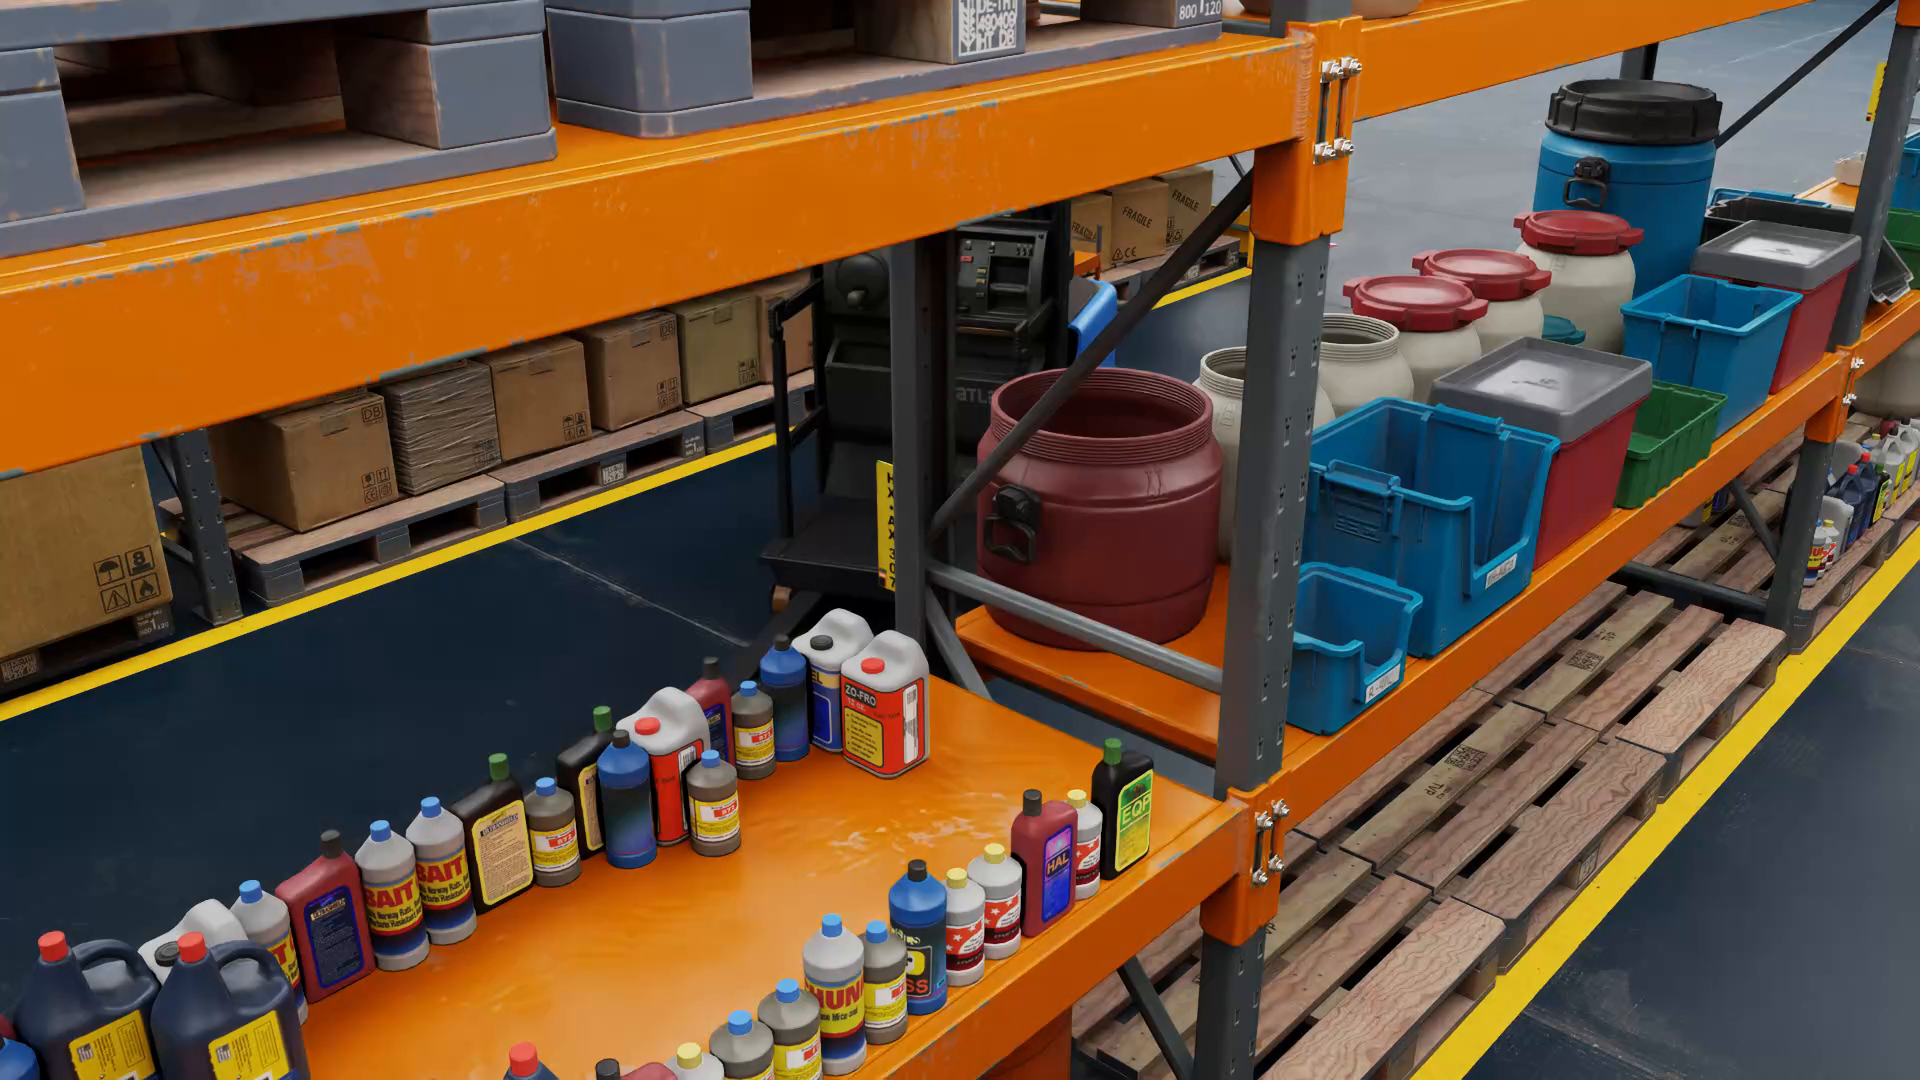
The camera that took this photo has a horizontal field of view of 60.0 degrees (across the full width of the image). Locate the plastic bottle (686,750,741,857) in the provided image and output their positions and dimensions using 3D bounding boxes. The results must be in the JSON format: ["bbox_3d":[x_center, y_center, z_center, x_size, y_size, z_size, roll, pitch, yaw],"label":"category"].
[{"bbox_3d":[-0.476,0.501,3.210,0.097,0.201,0.097,0,24,0],"label":"plastic bottle"}]

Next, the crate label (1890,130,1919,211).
[{"bbox_3d":[4.569,-1.622,7.658,0.502,0.435,0.616,20,31,38],"label":"crate label"}]

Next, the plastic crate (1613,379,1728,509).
[{"bbox_3d":[1.974,-0.317,5.050,0.450,0.188,0.662,20,31,38],"label":"plastic crate"}]

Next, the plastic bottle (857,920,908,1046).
[{"bbox_3d":[-0.135,0.717,2.728,0.097,0.201,0.097,0,24,0],"label":"plastic bottle"}]

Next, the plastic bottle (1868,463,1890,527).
[{"bbox_3d":[4.041,-0.212,7.339,0.061,0.283,0.133,22,32,40],"label":"plastic bottle"}]

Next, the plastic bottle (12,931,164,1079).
[{"bbox_3d":[-1.308,0.733,2.509,0.144,0.351,0.185,20,31,38],"label":"plastic bottle"}]

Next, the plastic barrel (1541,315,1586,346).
[{"bbox_3d":[1.929,-0.597,5.585,0.301,0.262,0.301,0,24,0],"label":"plastic barrel"}]

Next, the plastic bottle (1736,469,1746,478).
[{"bbox_3d":[3.676,-0.434,7.835,0.061,0.283,0.133,20,31,38],"label":"plastic bottle"}]

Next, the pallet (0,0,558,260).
[{"bbox_3d":[-1.208,-0.479,1.716,1.003,0.211,1.213,20,31,38],"label":"pallet"}]

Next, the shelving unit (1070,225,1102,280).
[{"bbox_3d":[0.477,-0.970,8.447,0.258,1.200,0.503,15,28,29],"label":"shelving unit"}]

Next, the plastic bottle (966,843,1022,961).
[{"bbox_3d":[0.060,0.628,2.926,0.097,0.201,0.097,0,24,0],"label":"plastic bottle"}]

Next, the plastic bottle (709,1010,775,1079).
[{"bbox_3d":[-0.330,0.806,2.529,0.097,0.201,0.097,0,24,0],"label":"plastic bottle"}]

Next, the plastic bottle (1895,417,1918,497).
[{"bbox_3d":[4.308,-0.390,7.654,0.144,0.351,0.185,22,32,40],"label":"plastic bottle"}]

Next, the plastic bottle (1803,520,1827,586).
[{"bbox_3d":[3.466,0.045,6.780,0.097,0.271,0.097,0,24,0],"label":"plastic bottle"}]

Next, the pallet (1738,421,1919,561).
[{"bbox_3d":[4.220,-0.316,8.197,1.003,0.211,1.213,20,31,38],"label":"pallet"}]

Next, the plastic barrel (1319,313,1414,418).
[{"bbox_3d":[1.065,-0.354,4.737,0.421,0.512,0.421,0,24,0],"label":"plastic barrel"}]

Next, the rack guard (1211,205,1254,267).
[{"bbox_3d":[1.857,-2.429,12.557,1.175,0.500,0.348,20,31,38],"label":"rack guard"}]

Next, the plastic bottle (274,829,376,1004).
[{"bbox_3d":[-1.078,0.633,2.814,0.061,0.283,0.133,20,31,38],"label":"plastic bottle"}]

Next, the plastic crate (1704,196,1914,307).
[{"bbox_3d":[3.371,-1.118,6.653,0.767,0.338,0.504,20,31,38],"label":"plastic crate"}]

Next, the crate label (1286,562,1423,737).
[{"bbox_3d":[0.817,0.247,3.737,0.303,0.233,0.416,20,31,38],"label":"crate label"}]

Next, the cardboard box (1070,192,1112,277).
[{"bbox_3d":[0.673,-2.081,11.267,0.500,0.500,0.500,-21,31,-38],"label":"cardboard box"}]

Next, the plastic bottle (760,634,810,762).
[{"bbox_3d":[-0.370,0.327,3.511,0.097,0.271,0.097,0,24,0],"label":"plastic bottle"}]

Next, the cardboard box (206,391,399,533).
[{"bbox_3d":[-2.999,-0.425,7.549,0.700,0.500,0.500,18,30,35],"label":"cardboard box"}]

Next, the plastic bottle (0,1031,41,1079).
[{"bbox_3d":[-1.374,0.823,2.406,0.097,0.271,0.097,0,24,0],"label":"plastic bottle"}]

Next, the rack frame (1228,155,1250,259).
[{"bbox_3d":[1.908,-3.593,12.097,1.000,3.000,0.127,20,31,38],"label":"rack frame"}]

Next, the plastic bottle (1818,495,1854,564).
[{"bbox_3d":[3.661,-0.063,7.016,0.152,0.276,0.135,22,32,39],"label":"plastic bottle"}]

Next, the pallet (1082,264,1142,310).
[{"bbox_3d":[0.474,-1.689,11.260,1.003,0.211,1.213,20,31,38],"label":"pallet"}]

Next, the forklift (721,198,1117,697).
[{"bbox_3d":[-0.167,-1.068,6.550,1.130,2.935,3.031,7,25,16],"label":"forklift"}]

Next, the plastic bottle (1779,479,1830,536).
[{"bbox_3d":[3.667,-0.186,7.198,0.144,0.351,0.185,20,31,38],"label":"plastic bottle"}]

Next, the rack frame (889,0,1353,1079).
[{"bbox_3d":[0.257,0.197,3.644,1.000,3.000,0.127,20,31,38],"label":"rack frame"}]

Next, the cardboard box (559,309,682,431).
[{"bbox_3d":[-1.893,-0.942,8.703,0.700,0.500,0.500,17,29,33],"label":"cardboard box"}]

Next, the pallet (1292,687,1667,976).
[{"bbox_3d":[1.617,0.874,5.543,1.003,0.211,1.213,20,31,38],"label":"pallet"}]

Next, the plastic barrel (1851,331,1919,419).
[{"bbox_3d":[4.879,-0.923,8.669,0.421,0.512,0.421,0,24,0],"label":"plastic barrel"}]

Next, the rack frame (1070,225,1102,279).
[{"bbox_3d":[0.608,-1.054,8.635,0.240,1.200,0.015,15,28,29],"label":"rack frame"}]

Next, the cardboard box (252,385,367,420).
[{"bbox_3d":[-3.007,-0.770,7.402,0.500,0.250,0.500,22,32,40],"label":"cardboard box"}]

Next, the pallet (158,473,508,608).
[{"bbox_3d":[-2.909,-0.121,7.761,1.003,0.211,1.213,20,31,38],"label":"pallet"}]

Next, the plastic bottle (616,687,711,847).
[{"bbox_3d":[-0.582,0.438,3.258,0.152,0.276,0.135,20,31,38],"label":"plastic bottle"}]

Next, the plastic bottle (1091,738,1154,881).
[{"bbox_3d":[0.305,0.490,3.133,0.061,0.283,0.133,20,31,38],"label":"plastic bottle"}]

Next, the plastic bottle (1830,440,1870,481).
[{"bbox_3d":[4.057,-0.332,7.616,0.152,0.276,0.135,20,31,38],"label":"plastic bottle"}]

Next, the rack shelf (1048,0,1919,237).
[{"bbox_3d":[1.592,-1.453,4.537,1.077,0.370,4.000,20,31,38],"label":"rack shelf"}]

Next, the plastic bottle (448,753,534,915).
[{"bbox_3d":[-0.859,0.533,3.037,0.061,0.283,0.133,20,31,38],"label":"plastic bottle"}]

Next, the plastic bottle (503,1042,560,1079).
[{"bbox_3d":[-0.596,0.845,2.260,0.144,0.351,0.185,20,31,38],"label":"plastic bottle"}]
